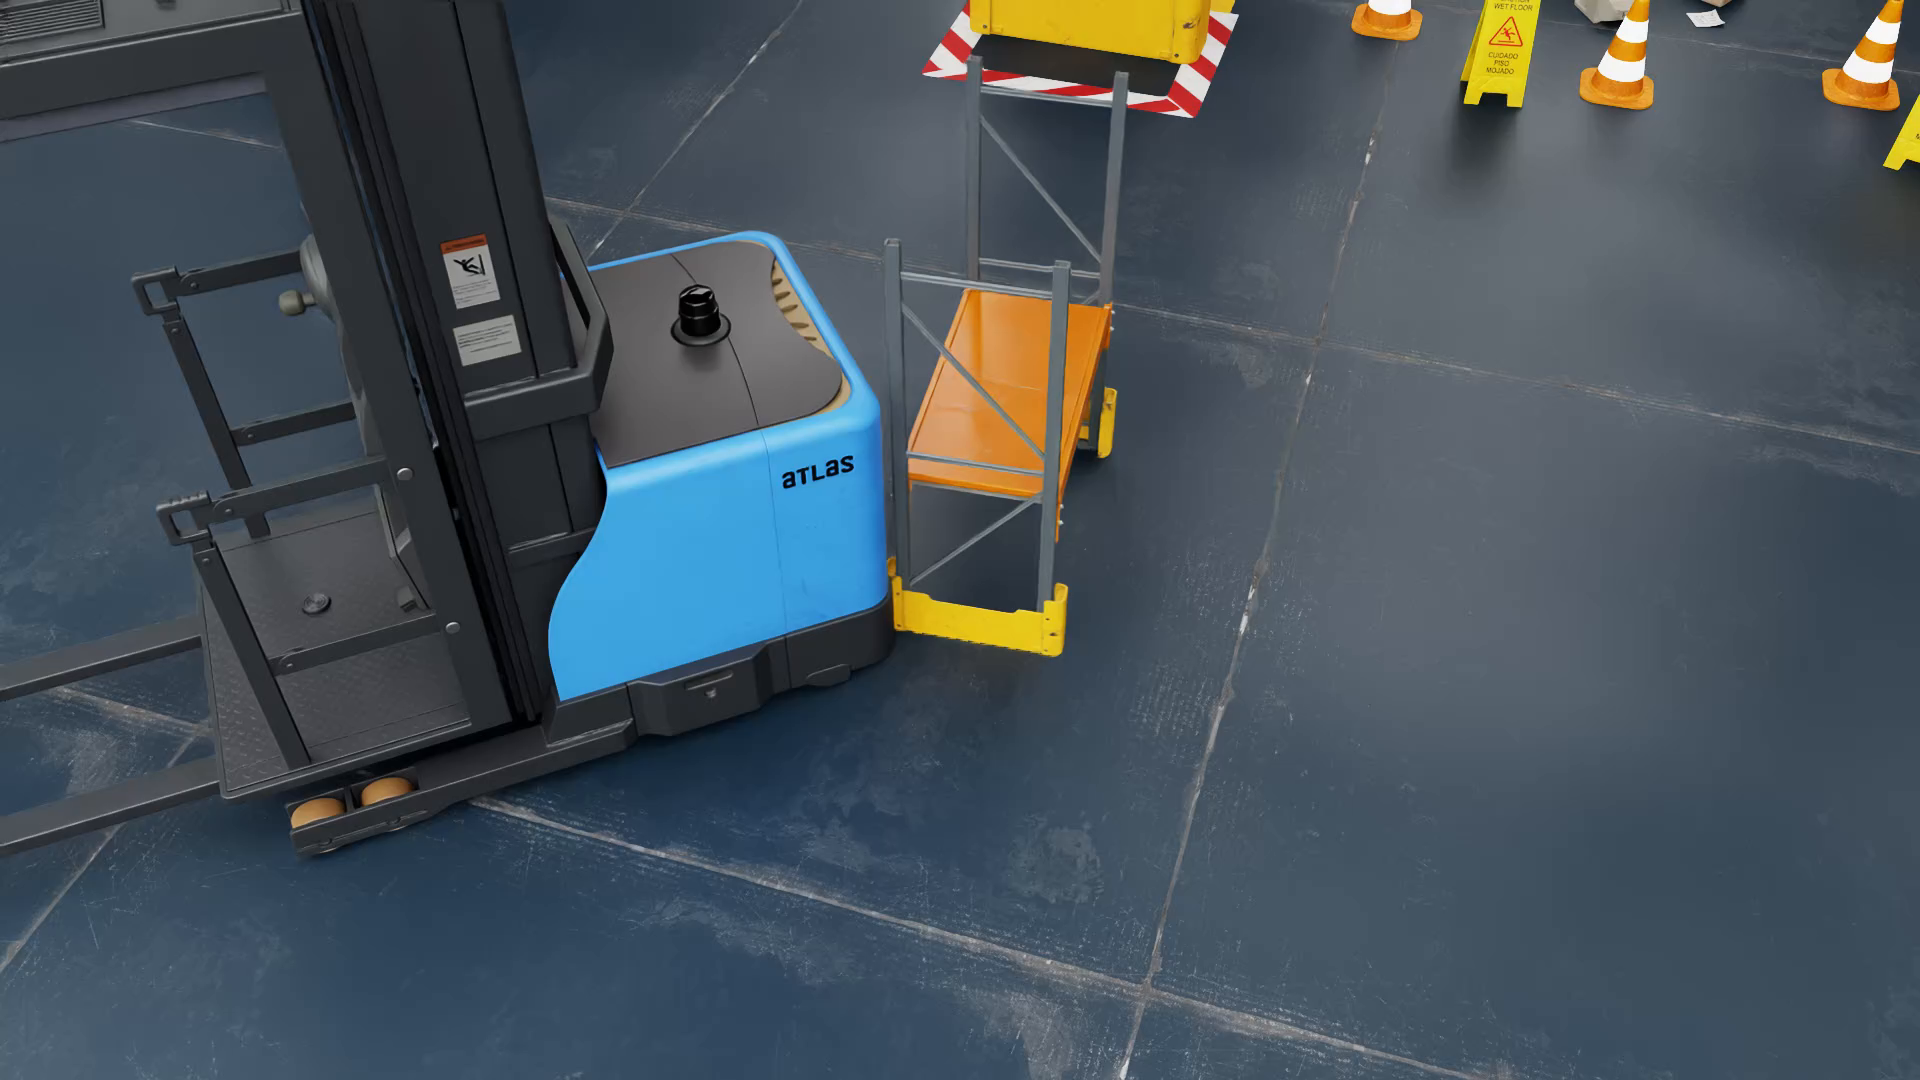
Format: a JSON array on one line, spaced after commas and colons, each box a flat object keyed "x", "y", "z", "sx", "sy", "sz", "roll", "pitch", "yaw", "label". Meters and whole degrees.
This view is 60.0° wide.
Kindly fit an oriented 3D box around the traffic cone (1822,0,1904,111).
[{"x": 4.298, "y": -2.311, "z": 7.781, "sx": 0.336, "sy": 0.463, "sz": 0.334, "roll": 13, "pitch": 46, "yaw": 13, "label": "traffic cone"}]

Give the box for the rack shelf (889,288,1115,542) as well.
[{"x": 0.156, "y": -0.438, "z": 5.382, "sx": 0.538, "sy": 0.185, "sz": 1.000, "roll": 9, "pitch": 45, "yaw": 9, "label": "rack shelf"}]

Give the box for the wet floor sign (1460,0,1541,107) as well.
[{"x": 2.527, "y": -2.359, "z": 7.699, "sx": 0.267, "sy": 0.644, "sz": 0.232, "roll": 5, "pitch": 45, "yaw": 5, "label": "wet floor sign"}]

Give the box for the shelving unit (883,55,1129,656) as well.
[{"x": 0.158, "y": -0.573, "z": 5.263, "sx": 0.587, "sy": 1.500, "sz": 1.083, "roll": 9, "pitch": 45, "yaw": 9, "label": "shelving unit"}]

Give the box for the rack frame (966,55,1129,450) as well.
[{"x": 0.268, "y": -0.913, "z": 5.611, "sx": 0.500, "sy": 1.500, "sz": 0.032, "roll": 9, "pitch": 45, "yaw": 9, "label": "rack frame"}]

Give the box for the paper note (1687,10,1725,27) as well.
[{"x": 3.786, "y": -2.648, "z": 8.435, "sx": 0.148, "sy": 0.019, "sz": 0.142, "roll": -2, "pitch": 44, "yaw": -2, "label": "paper note"}]

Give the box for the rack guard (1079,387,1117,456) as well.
[{"x": 0.268, "y": -0.466, "z": 6.047, "sx": 0.587, "sy": 0.250, "sz": 0.087, "roll": 9, "pitch": 45, "yaw": 9, "label": "rack guard"}]

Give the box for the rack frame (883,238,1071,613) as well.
[{"x": 0.044, "y": -0.220, "z": 4.902, "sx": 0.500, "sy": 1.500, "sz": 0.032, "roll": 9, "pitch": 45, "yaw": 9, "label": "rack frame"}]

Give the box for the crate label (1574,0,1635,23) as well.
[{"x": 3.316, "y": -2.740, "z": 8.452, "sx": 0.250, "sy": 0.136, "sz": 0.298, "roll": -9, "pitch": 45, "yaw": -9, "label": "crate label"}]

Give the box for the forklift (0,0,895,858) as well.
[{"x": -1.775, "y": -0.563, "z": 4.230, "sx": 3.031, "sy": 2.935, "sz": 1.130, "roll": -16, "pitch": 47, "yaw": -16, "label": "forklift"}]

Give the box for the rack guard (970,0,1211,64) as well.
[{"x": 0.641, "y": -2.730, "z": 8.182, "sx": 1.175, "sy": 0.500, "sz": 0.348, "roll": 13, "pitch": 46, "yaw": 13, "label": "rack guard"}]

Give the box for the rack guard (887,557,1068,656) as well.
[{"x": 0.048, "y": 0.214, "z": 5.353, "sx": 0.587, "sy": 0.250, "sz": 0.087, "roll": 9, "pitch": 45, "yaw": 9, "label": "rack guard"}]

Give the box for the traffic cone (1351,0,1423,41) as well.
[{"x": 2.163, "y": -2.786, "z": 8.266, "sx": 0.336, "sy": 0.463, "sz": 0.334, "roll": 13, "pitch": 46, "yaw": 13, "label": "traffic cone"}]

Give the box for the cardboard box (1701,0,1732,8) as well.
[{"x": 3.868, "y": -2.940, "z": 8.648, "sx": 0.250, "sy": 0.149, "sz": 0.380, "roll": -33, "pitch": 53, "yaw": -29, "label": "cardboard box"}]

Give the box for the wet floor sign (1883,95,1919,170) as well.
[{"x": 4.320, "y": -1.916, "z": 7.247, "sx": 0.267, "sy": 0.644, "sz": 0.232, "roll": 28, "pitch": 51, "yaw": 26, "label": "wet floor sign"}]

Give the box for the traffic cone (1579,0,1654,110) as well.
[{"x": 3.137, "y": -2.320, "z": 7.790, "sx": 0.336, "sy": 0.463, "sz": 0.334, "roll": 13, "pitch": 46, "yaw": 13, "label": "traffic cone"}]
